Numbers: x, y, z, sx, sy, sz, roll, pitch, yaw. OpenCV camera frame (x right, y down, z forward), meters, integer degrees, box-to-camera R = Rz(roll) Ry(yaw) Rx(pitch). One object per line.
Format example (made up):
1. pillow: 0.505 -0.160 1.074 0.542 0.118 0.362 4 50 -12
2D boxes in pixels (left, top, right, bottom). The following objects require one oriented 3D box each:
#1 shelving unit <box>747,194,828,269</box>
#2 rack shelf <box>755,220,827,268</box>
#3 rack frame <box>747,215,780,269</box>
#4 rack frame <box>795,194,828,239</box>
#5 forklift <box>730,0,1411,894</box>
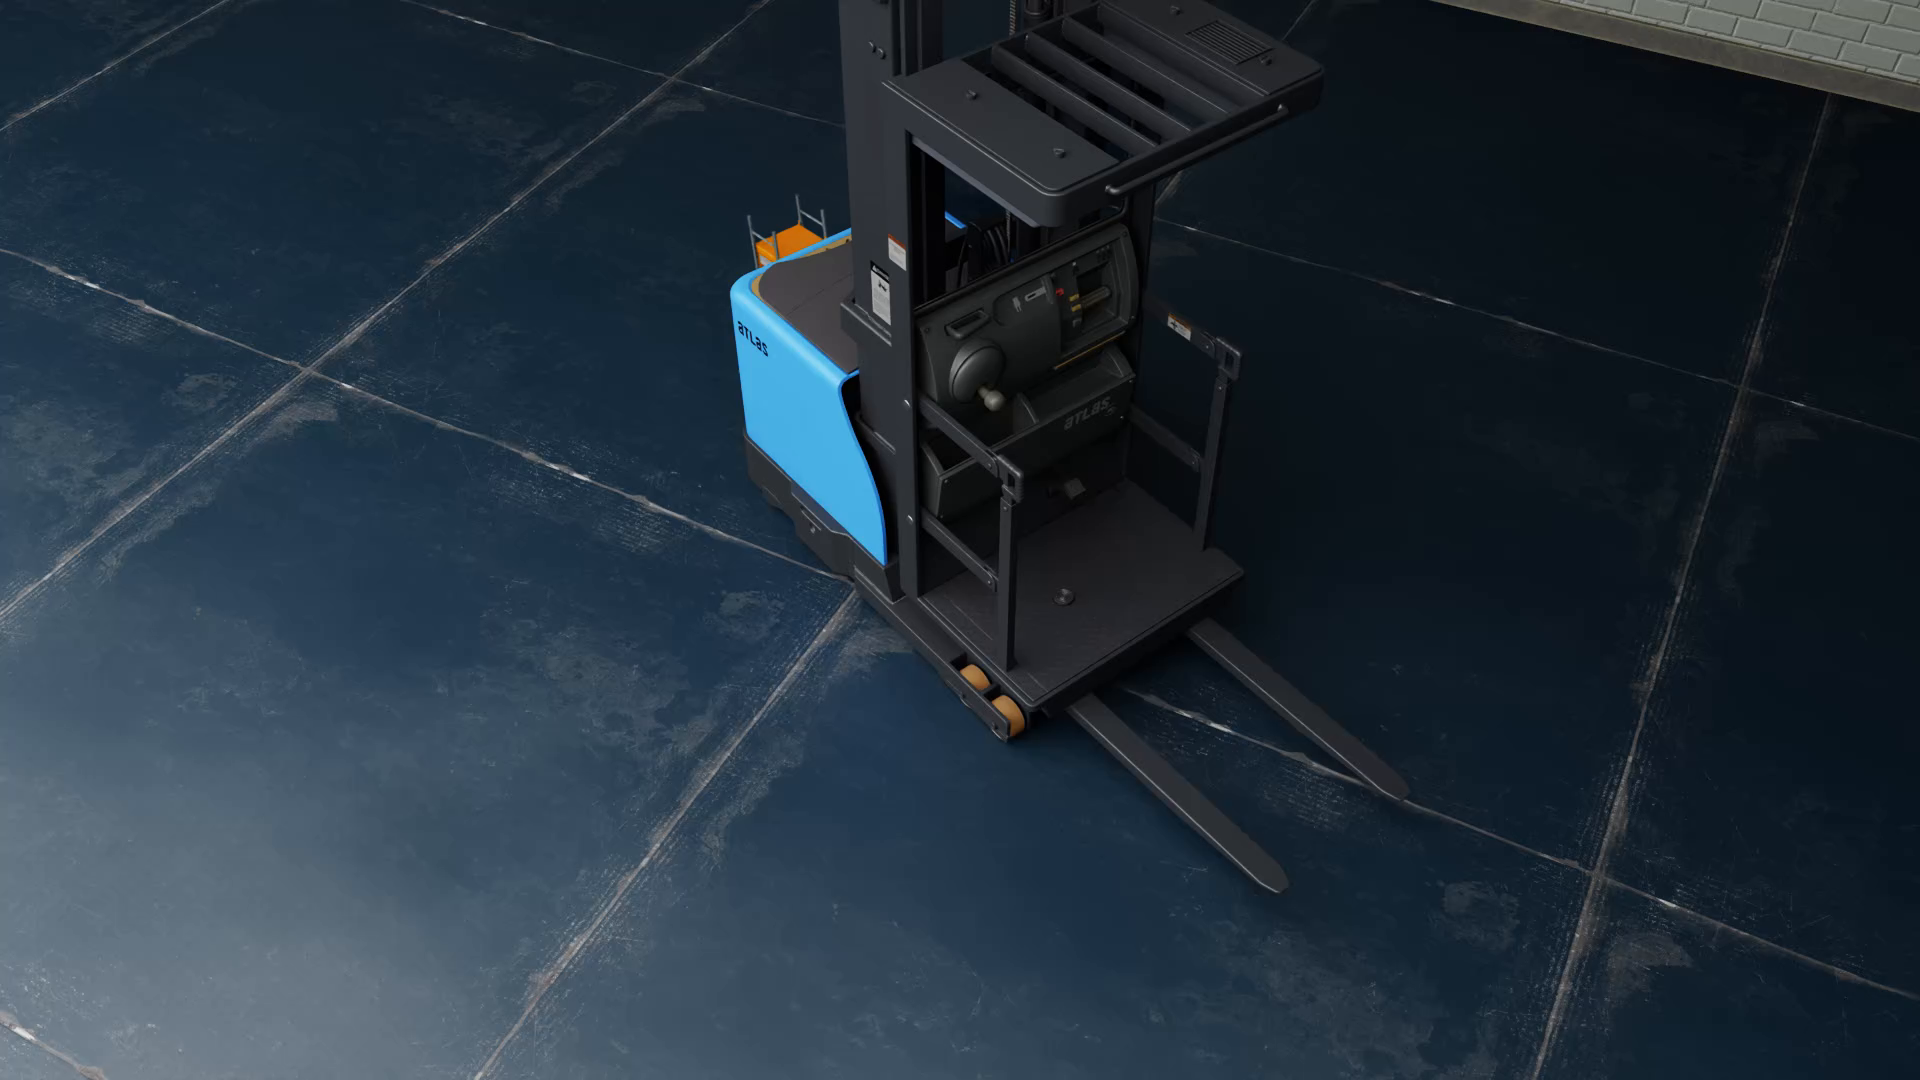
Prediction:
1. shelving unit: -0.688 -0.956 7.224 0.252 1.050 0.215 -30 47 -26
2. rack shelf: -0.705 -1.163 7.046 0.240 0.259 0.215 -30 47 -26
3. rack frame: -0.782 -0.901 7.169 0.008 1.050 0.200 -30 47 -26
4. rack frame: -0.594 -1.011 7.278 0.008 1.050 0.200 -30 47 -26
5. forklift: 0.386 -0.683 5.644 1.130 2.935 3.031 -29 52 -26
